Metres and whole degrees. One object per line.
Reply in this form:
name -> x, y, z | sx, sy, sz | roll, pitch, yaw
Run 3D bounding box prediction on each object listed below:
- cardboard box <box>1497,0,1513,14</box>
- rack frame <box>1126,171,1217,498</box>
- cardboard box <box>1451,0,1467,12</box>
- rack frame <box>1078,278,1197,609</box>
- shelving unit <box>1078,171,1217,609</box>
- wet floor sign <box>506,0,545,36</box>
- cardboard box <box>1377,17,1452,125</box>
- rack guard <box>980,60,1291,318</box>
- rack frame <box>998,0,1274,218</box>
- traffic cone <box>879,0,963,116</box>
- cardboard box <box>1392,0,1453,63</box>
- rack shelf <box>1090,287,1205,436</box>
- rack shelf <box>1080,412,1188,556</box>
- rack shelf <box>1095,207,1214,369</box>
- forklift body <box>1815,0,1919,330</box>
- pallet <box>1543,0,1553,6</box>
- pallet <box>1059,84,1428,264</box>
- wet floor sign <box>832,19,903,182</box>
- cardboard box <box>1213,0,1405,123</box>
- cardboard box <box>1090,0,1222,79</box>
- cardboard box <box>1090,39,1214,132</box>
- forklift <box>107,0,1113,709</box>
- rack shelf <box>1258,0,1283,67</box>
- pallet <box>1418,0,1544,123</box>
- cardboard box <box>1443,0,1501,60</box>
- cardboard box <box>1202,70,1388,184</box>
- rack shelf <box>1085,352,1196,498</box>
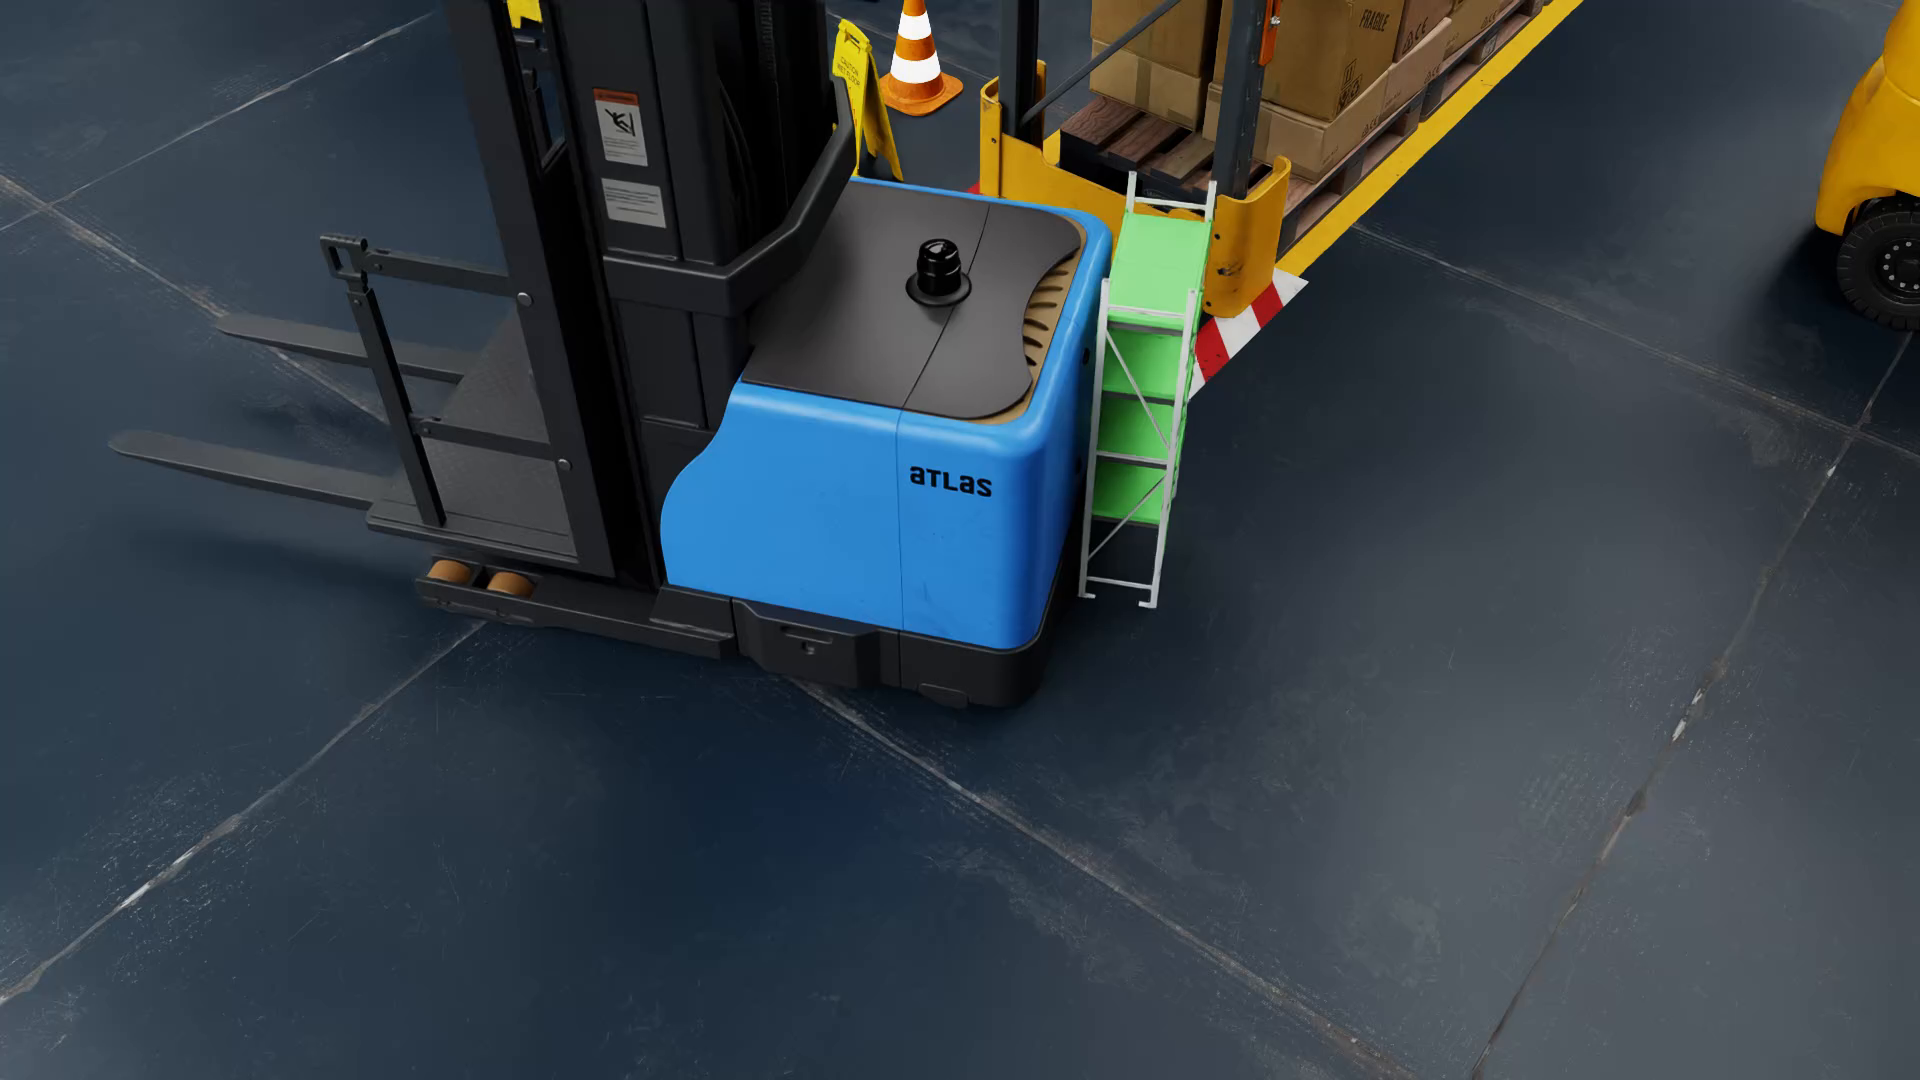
cardboard box -> 2.235, -2.561, 7.233 | 0.500, 0.250, 0.500 | 30, 53, 26
rack frame -> 0.580, -0.573, 4.968 | 0.240, 1.200, 0.015 | 9, 47, 8
cardboard box -> 1.926, -2.524, 6.679 | 0.500, 0.500, 0.500 | 30, 53, 26
rack frame -> 0.479, -0.228, 4.638 | 0.240, 1.200, 0.015 | 9, 47, 8
shelving unit -> 0.530, -0.401, 4.803 | 0.258, 1.200, 0.503 | 9, 47, 8
wet floor sign -> -1.859, -2.558, 7.247 | 0.267, 0.644, 0.232 | 21, 50, 19
cardboard box -> 1.601, -1.955, 6.655 | 0.500, 0.250, 0.500 | 31, 54, 26
rack guard -> 0.617, -1.312, 6.158 | 1.175, 0.500, 0.348 | 29, 53, 25
rack frame -> 0.571, -2.132, 5.212 | 1.000, 3.000, 0.127 | 29, 53, 25
traffic cone -> -0.187, -2.072, 6.909 | 0.336, 0.463, 0.334 | 29, 53, 25
cardboard box -> 1.613, -2.241, 6.409 | 0.500, 0.500, 0.500 | 27, 52, 24
rack shelf -> 0.530, -0.522, 4.676 | 0.258, 0.148, 0.480 | 9, 47, 8
rack shelf -> 0.530, -0.191, 5.023 | 0.258, 0.148, 0.480 | 9, 47, 8
rack shelf -> 0.530, -0.688, 4.502 | 0.258, 0.148, 0.480 | 9, 47, 8
forklift body -> 4.216, -1.538, 5.232 | 2.313, 2.155, 1.214 | 29, 53, 25
pallet -> 2.634, -3.058, 8.025 | 1.003, 0.211, 1.213 | 29, 53, 25
pallet -> 1.142, -1.662, 6.691 | 1.003, 0.211, 1.213 | 29, 53, 25
wet floor sign -> -0.392, -1.683, 6.412 | 0.232, 0.644, 0.267 | -25, 51, -22
cardboard box -> 1.297, -1.940, 6.121 | 0.500, 0.500, 0.500 | 28, 52, 24
cardboard box -> 0.854, -2.160, 6.332 | 0.500, 0.500, 0.500 | 30, 53, 25
cardboard box -> 0.867, -1.923, 6.623 | 0.500, 0.250, 0.500 | 29, 53, 25
forklift -> -1.135, -1.114, 4.287 | 3.031, 2.935, 1.130 | 11, 47, 10
rack shelf -> 1.793, -3.028, 6.566 | 1.077, 0.370, 4.000 | 29, 53, 25
pallet -> 1.888, -2.357, 7.355 | 1.003, 0.211, 1.213 | 29, 53, 25
cardboard box -> 1.924, -2.273, 6.958 | 0.500, 0.250, 0.500 | 33, 54, 27
cardboard box -> 1.283, -1.667, 6.379 | 0.500, 0.250, 0.500 | 29, 53, 25
rack shelf -> 0.530, -0.357, 4.849 | 0.258, 0.148, 0.480 | 9, 47, 8
